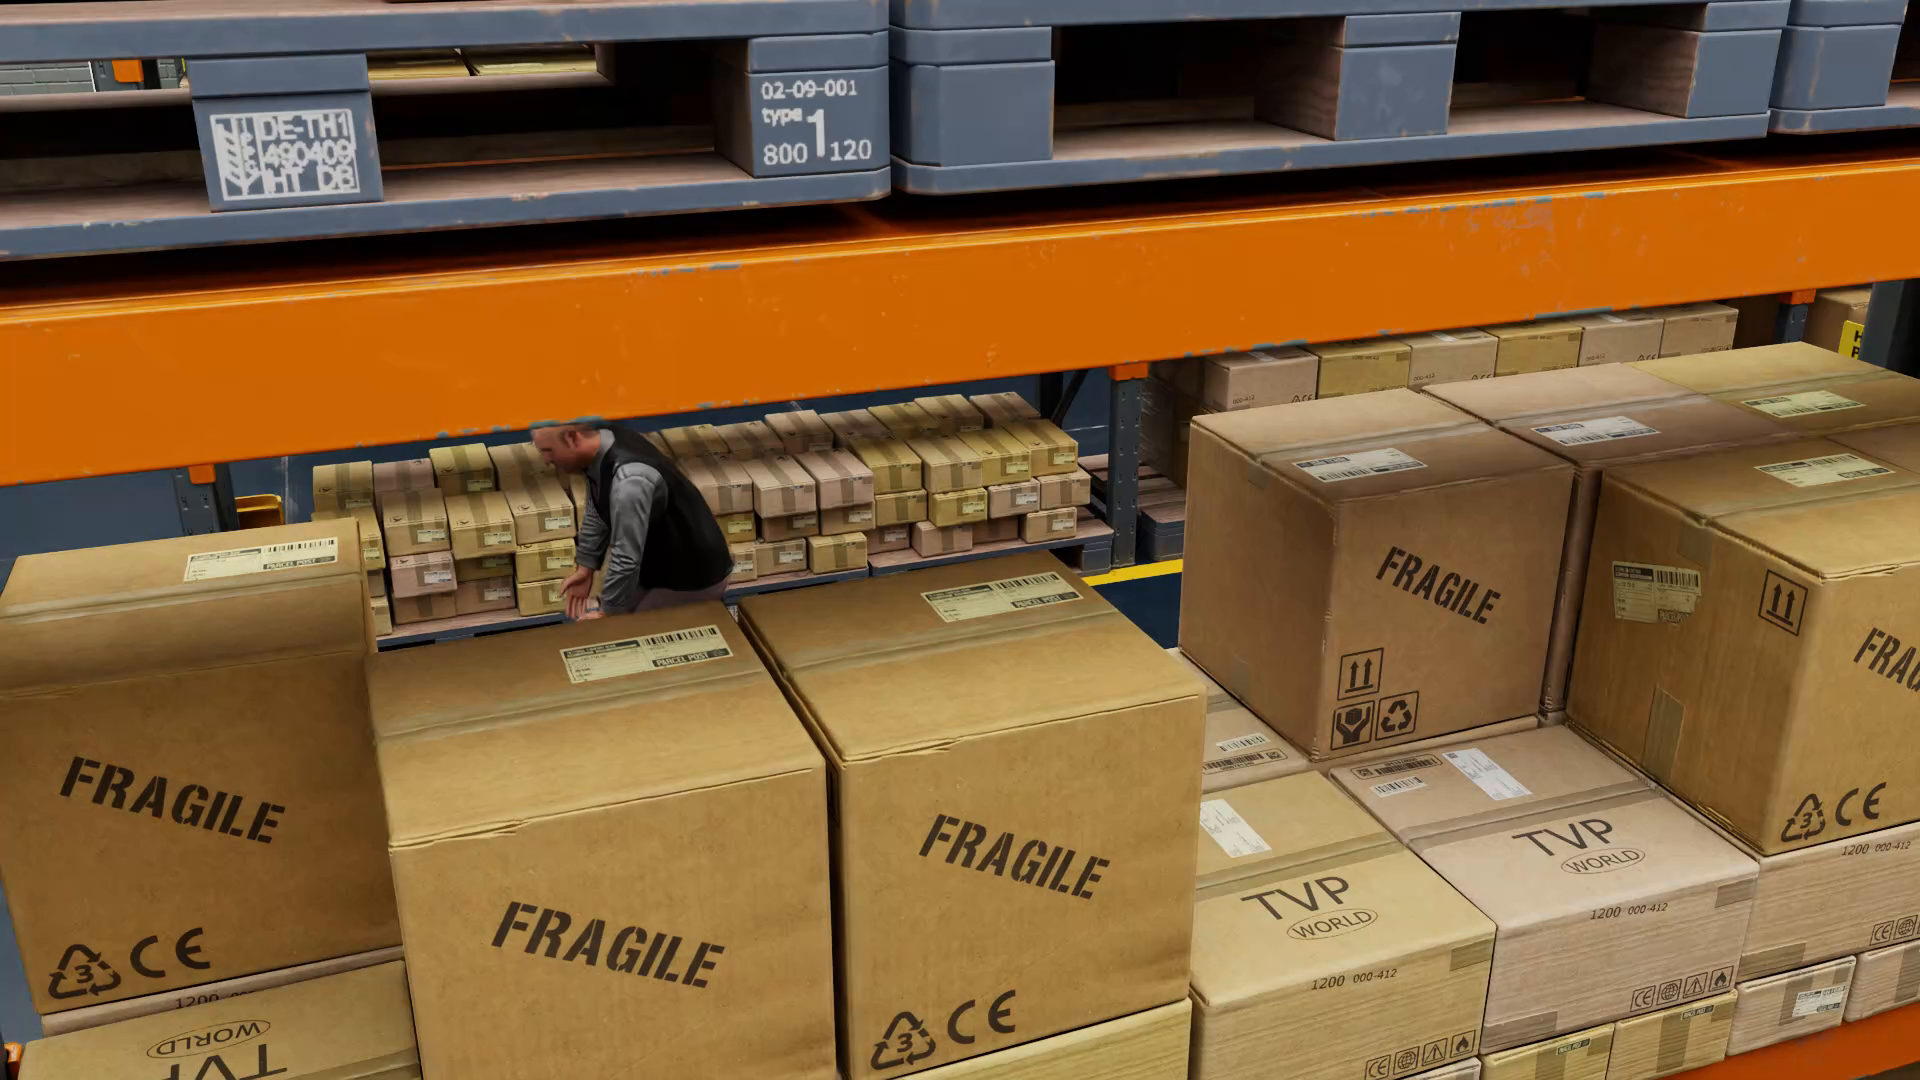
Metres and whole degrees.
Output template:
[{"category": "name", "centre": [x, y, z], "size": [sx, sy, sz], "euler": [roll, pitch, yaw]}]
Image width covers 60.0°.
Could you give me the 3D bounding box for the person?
[{"category": "person", "centre": [-1.165, 0.165, 6.074], "size": [0.669, 1.462, 0.590], "euler": [-8, 24, -19]}]
